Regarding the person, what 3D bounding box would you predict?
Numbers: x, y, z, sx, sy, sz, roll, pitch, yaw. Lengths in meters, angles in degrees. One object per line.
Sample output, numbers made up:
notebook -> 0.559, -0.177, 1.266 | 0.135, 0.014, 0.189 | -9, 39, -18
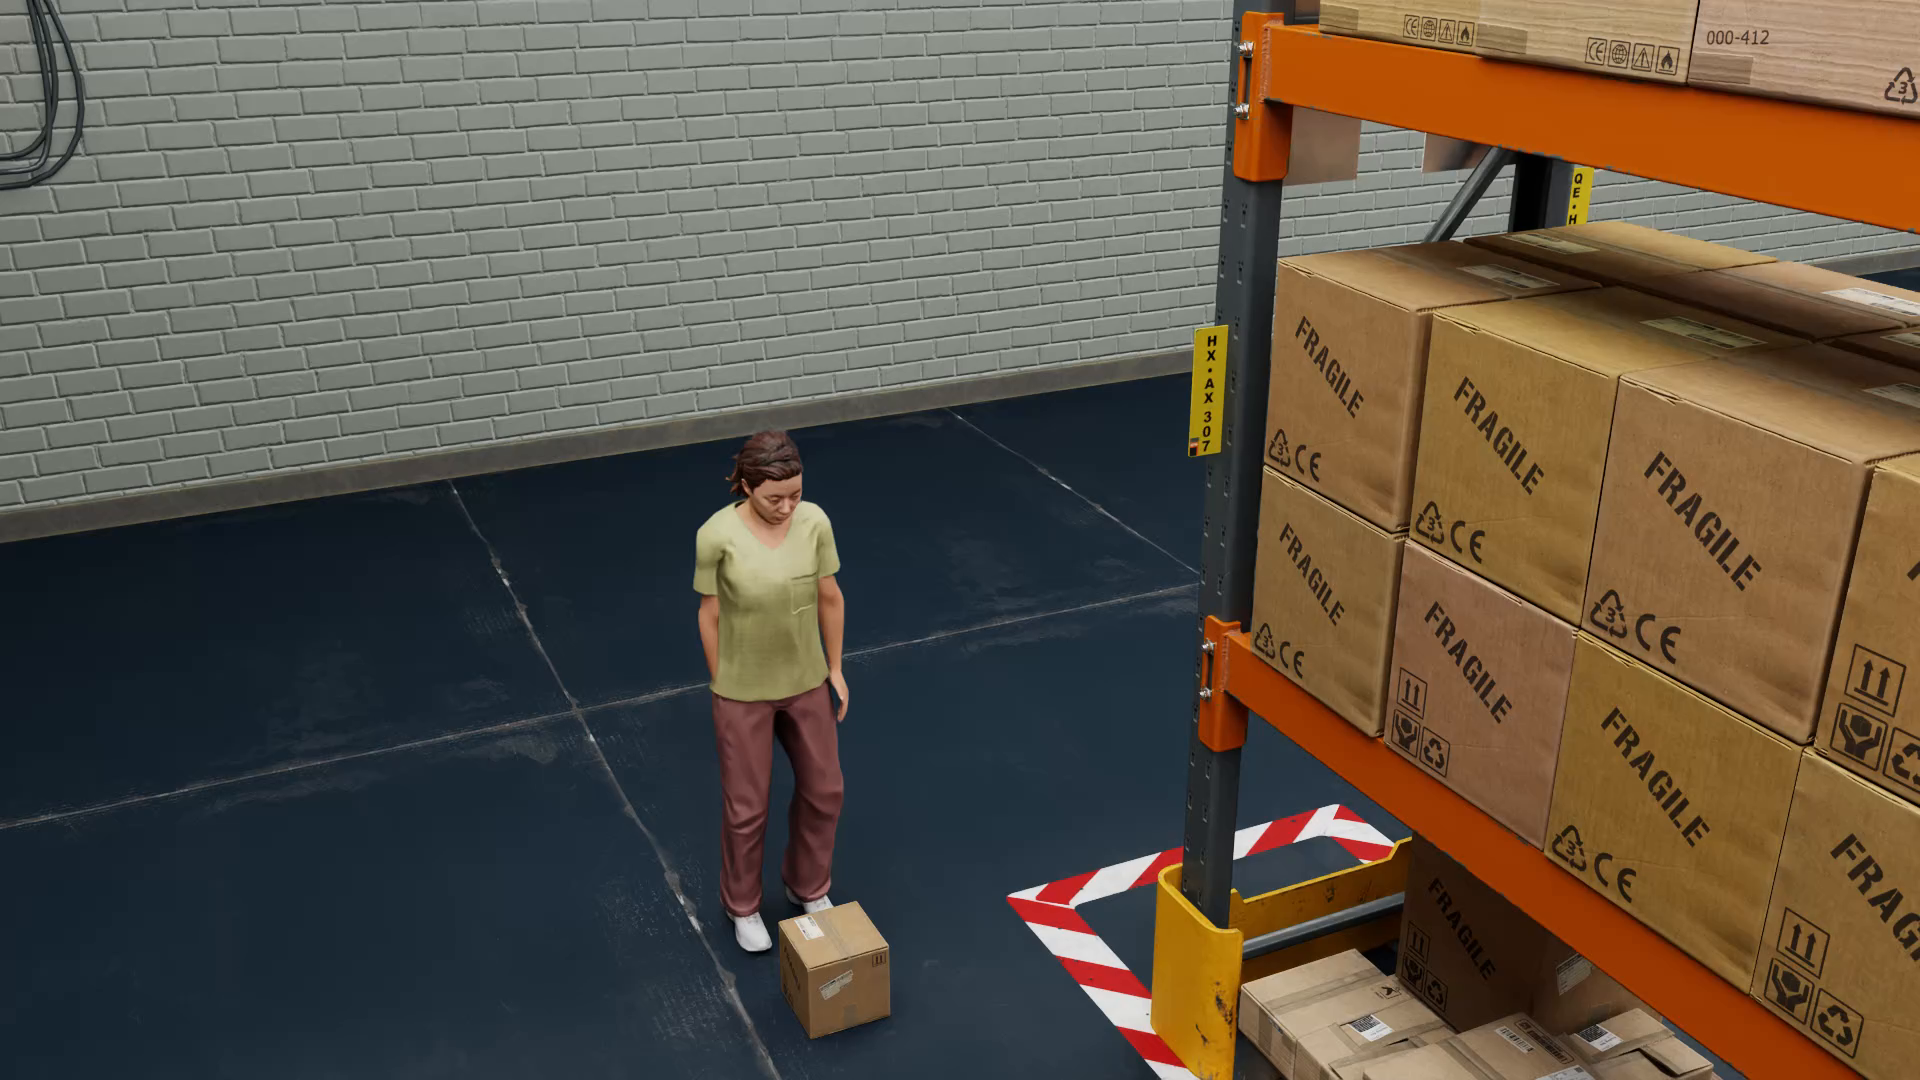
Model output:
person -> -0.556, 0.444, 5.035 | 0.455, 1.662, 0.348 | -10, 24, -22
